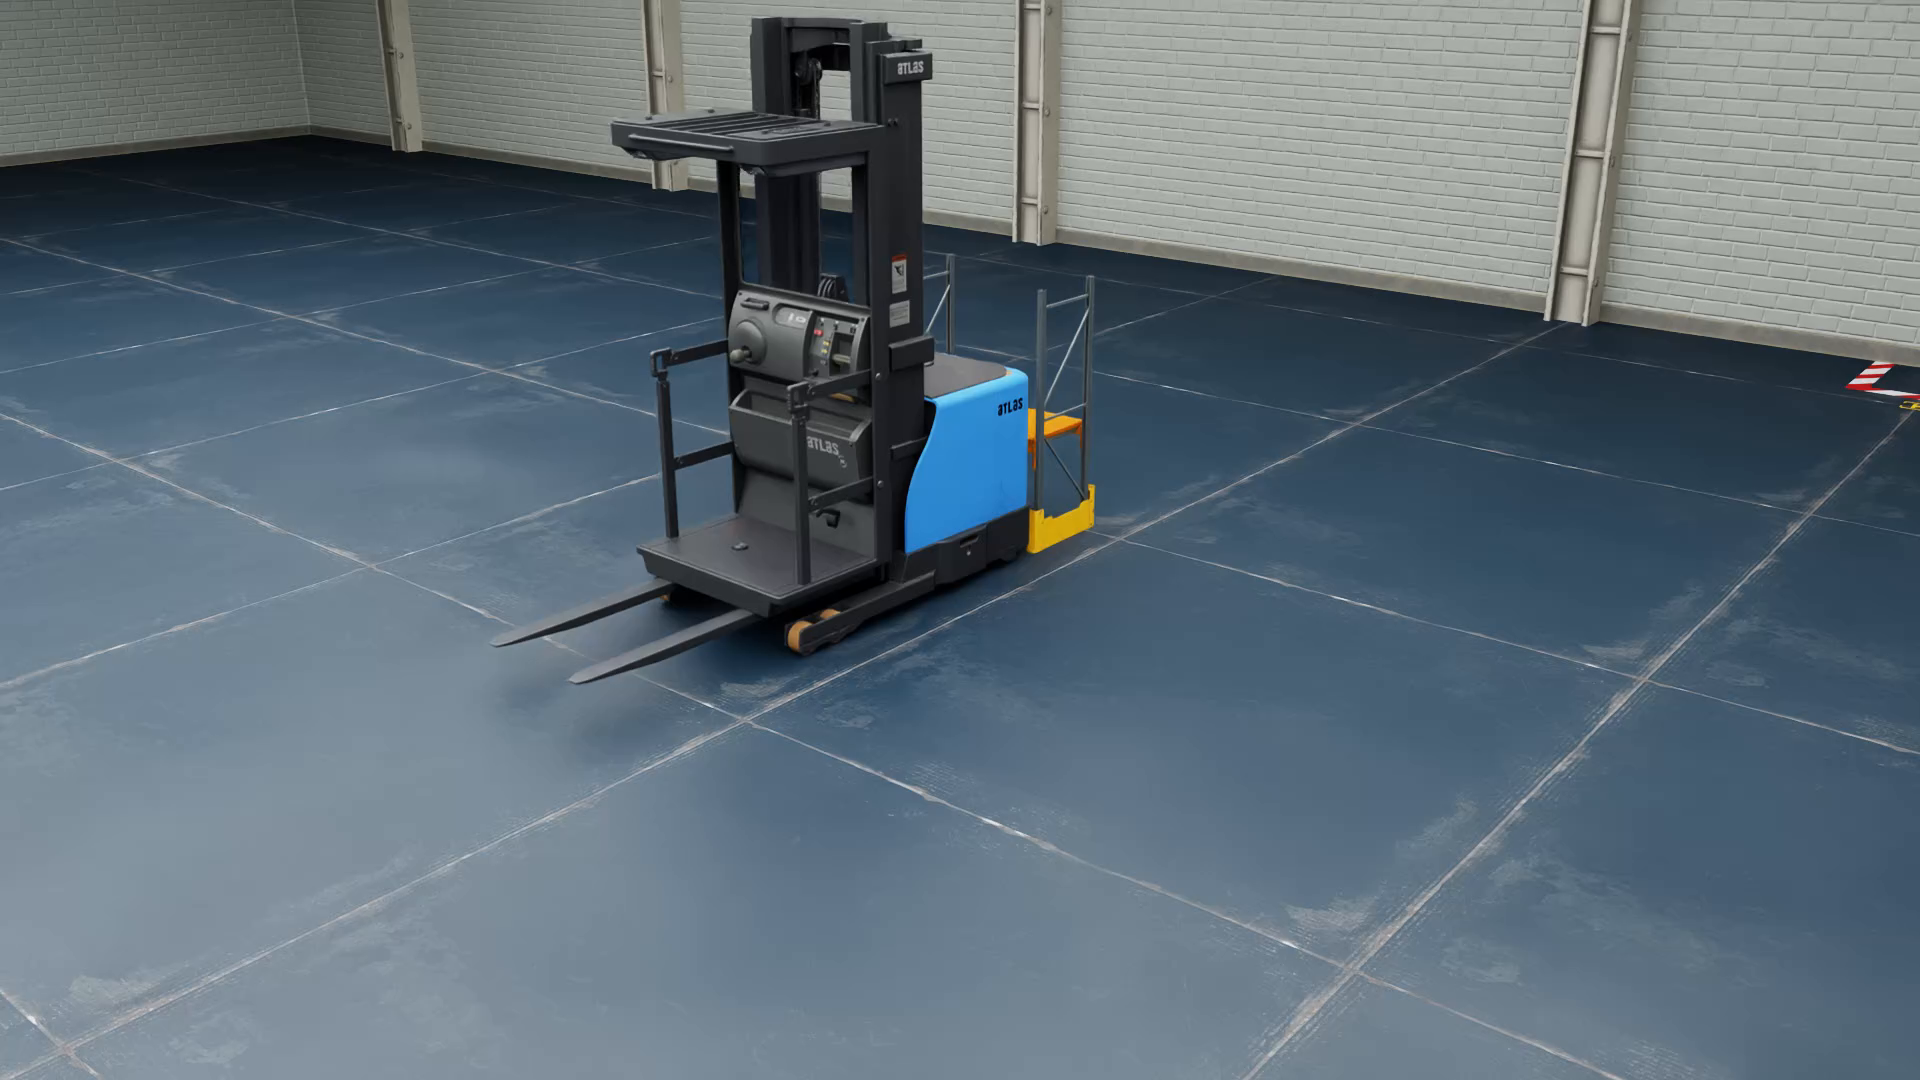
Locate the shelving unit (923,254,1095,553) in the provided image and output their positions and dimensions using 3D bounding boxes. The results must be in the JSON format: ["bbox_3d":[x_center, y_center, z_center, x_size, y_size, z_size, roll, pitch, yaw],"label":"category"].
[{"bbox_3d":[0.201,-0.828,9.737,1.083,1.500,0.587,16,26,36],"label":"shelving unit"}]

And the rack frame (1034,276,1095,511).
[{"bbox_3d":[0.589,-0.717,9.443,0.032,1.500,0.500,16,26,36],"label":"rack frame"}]

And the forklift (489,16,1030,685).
[{"bbox_3d":[-0.956,-1.008,8.186,1.130,2.935,3.031,17,27,38],"label":"forklift"}]

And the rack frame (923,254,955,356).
[{"bbox_3d":[-0.201,-0.943,10.042,0.032,1.500,0.500,16,26,36],"label":"rack frame"}]

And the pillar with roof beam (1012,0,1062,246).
[{"bbox_3d":[-1.895,-6.341,13.729,0.400,9.000,9.100,16,26,36],"label":"pillar with roof beam"}]

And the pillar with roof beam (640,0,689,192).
[{"bbox_3d":[-6.544,-7.679,17.279,0.400,9.000,9.100,16,26,36],"label":"pillar with roof beam"}]

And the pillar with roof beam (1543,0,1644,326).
[{"bbox_3d":[2.753,-5.002,10.179,0.400,9.000,9.100,16,26,36],"label":"pillar with roof beam"}]

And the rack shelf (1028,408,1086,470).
[{"bbox_3d":[0.194,-0.661,9.806,1.000,0.185,0.538,16,26,36],"label":"rack shelf"}]

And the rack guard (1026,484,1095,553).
[{"bbox_3d":[0.588,-0.132,9.664,0.087,0.250,0.587,16,26,36],"label":"rack guard"}]

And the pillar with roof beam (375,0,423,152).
[{"bbox_3d":[-11.192,-9.018,20.829,0.400,9.000,9.100,16,26,36],"label":"pillar with roof beam"}]
